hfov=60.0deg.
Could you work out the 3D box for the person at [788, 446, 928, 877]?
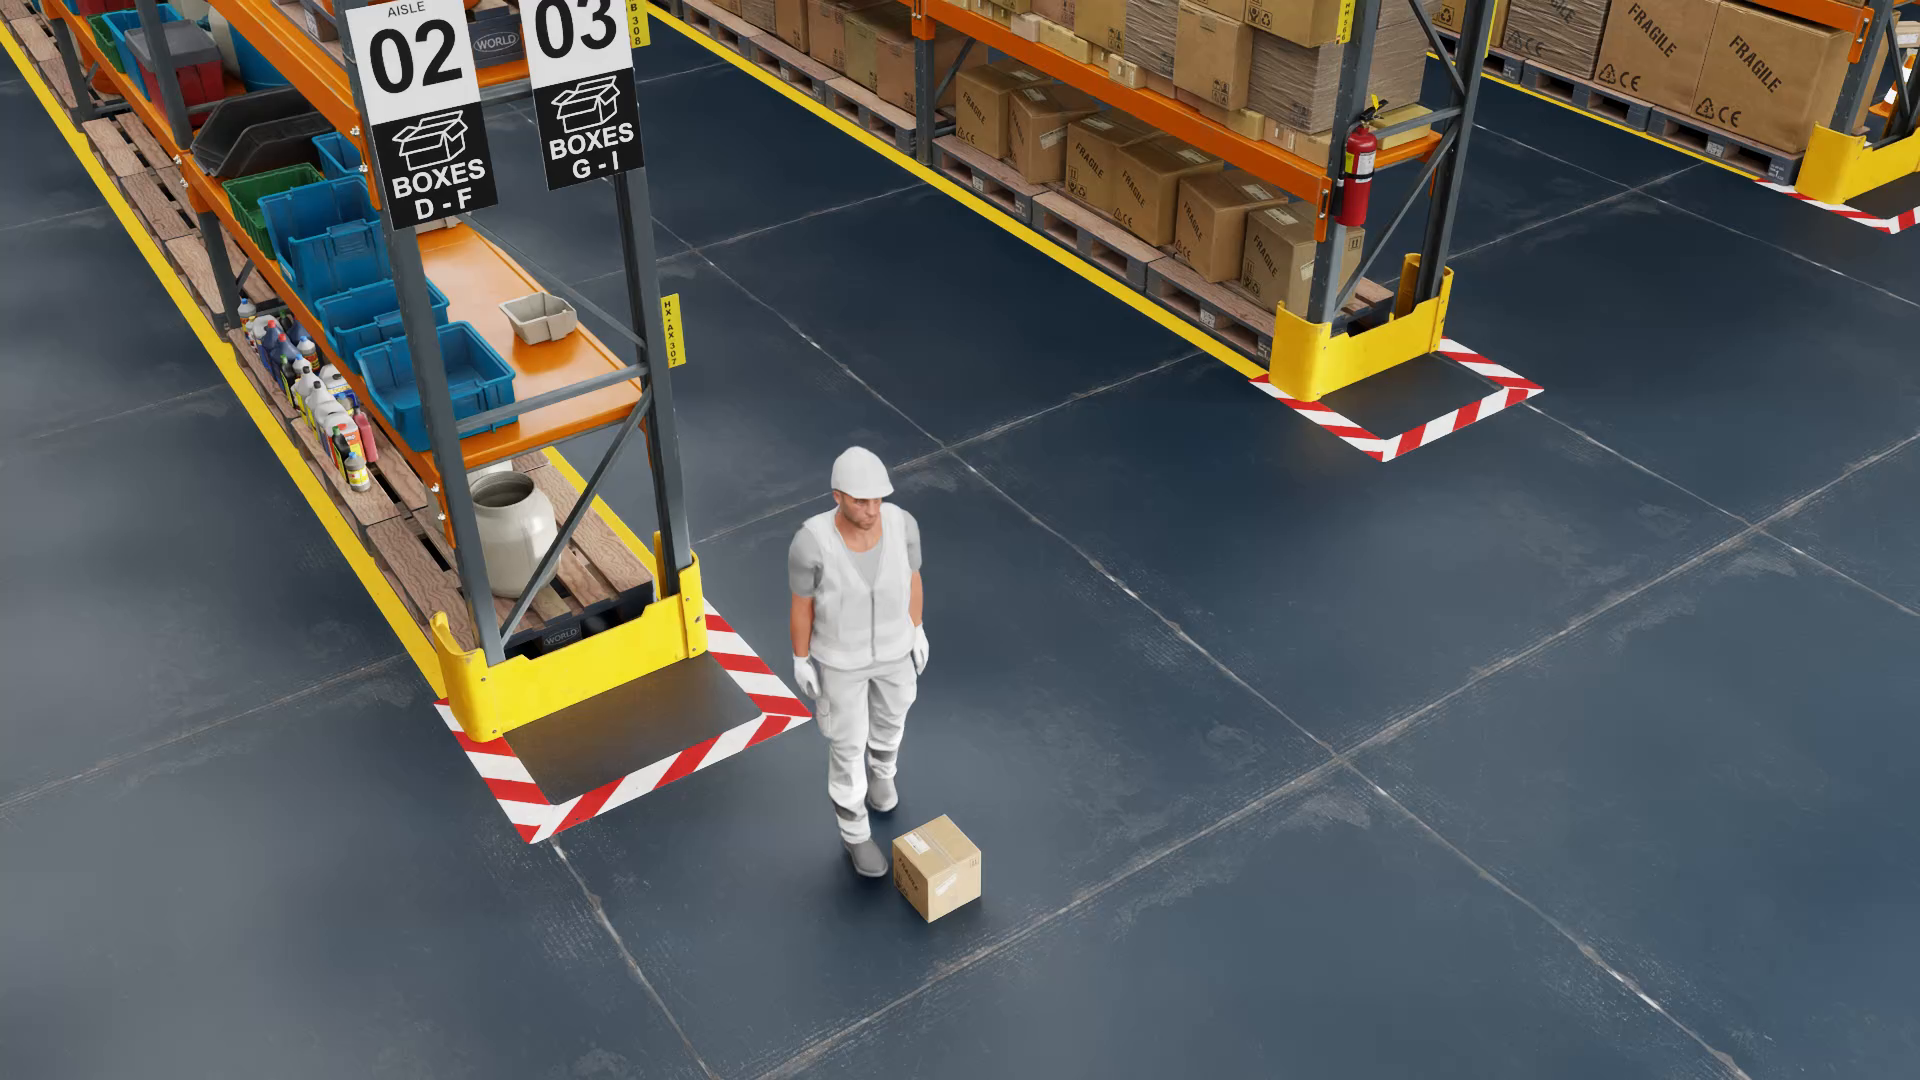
[{"bbox_3d":[-0.348,0.460,6.342,0.550,1.792,0.644,-14,38,-18],"label":"person"}]
